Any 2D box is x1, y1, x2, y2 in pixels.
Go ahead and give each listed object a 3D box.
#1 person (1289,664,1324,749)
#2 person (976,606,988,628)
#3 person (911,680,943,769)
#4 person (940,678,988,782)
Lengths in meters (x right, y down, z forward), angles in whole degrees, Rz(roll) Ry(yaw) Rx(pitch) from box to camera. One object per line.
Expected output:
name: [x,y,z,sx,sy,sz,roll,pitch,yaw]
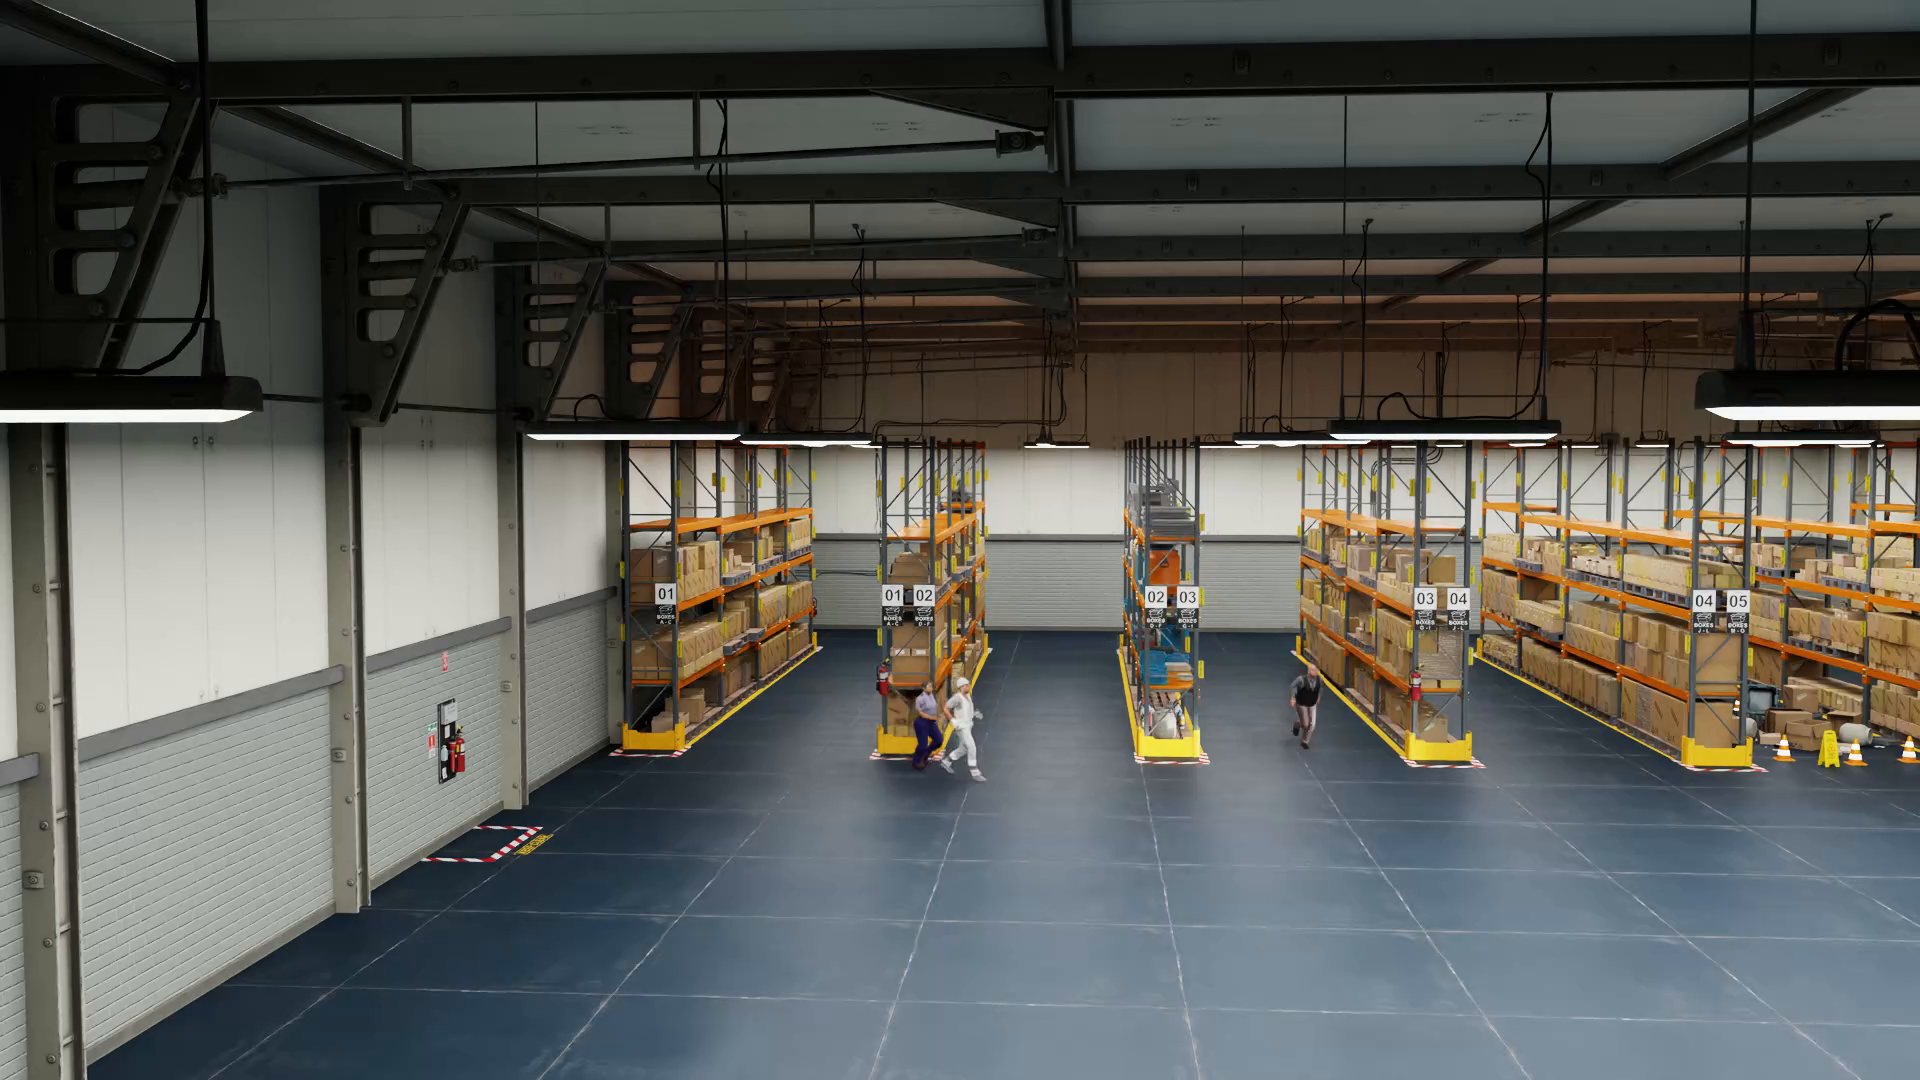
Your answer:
person: [6.681,3.198,32.128,0.653,1.659,0.757,-1,3,-19]
person: [0.466,2.257,48.894,0.674,1.779,0.664,1,3,25]
person: [-0.573,3.316,29.854,0.666,1.602,0.584,2,4,36]
person: [0.055,3.276,28.885,0.951,1.775,0.682,1,3,23]
